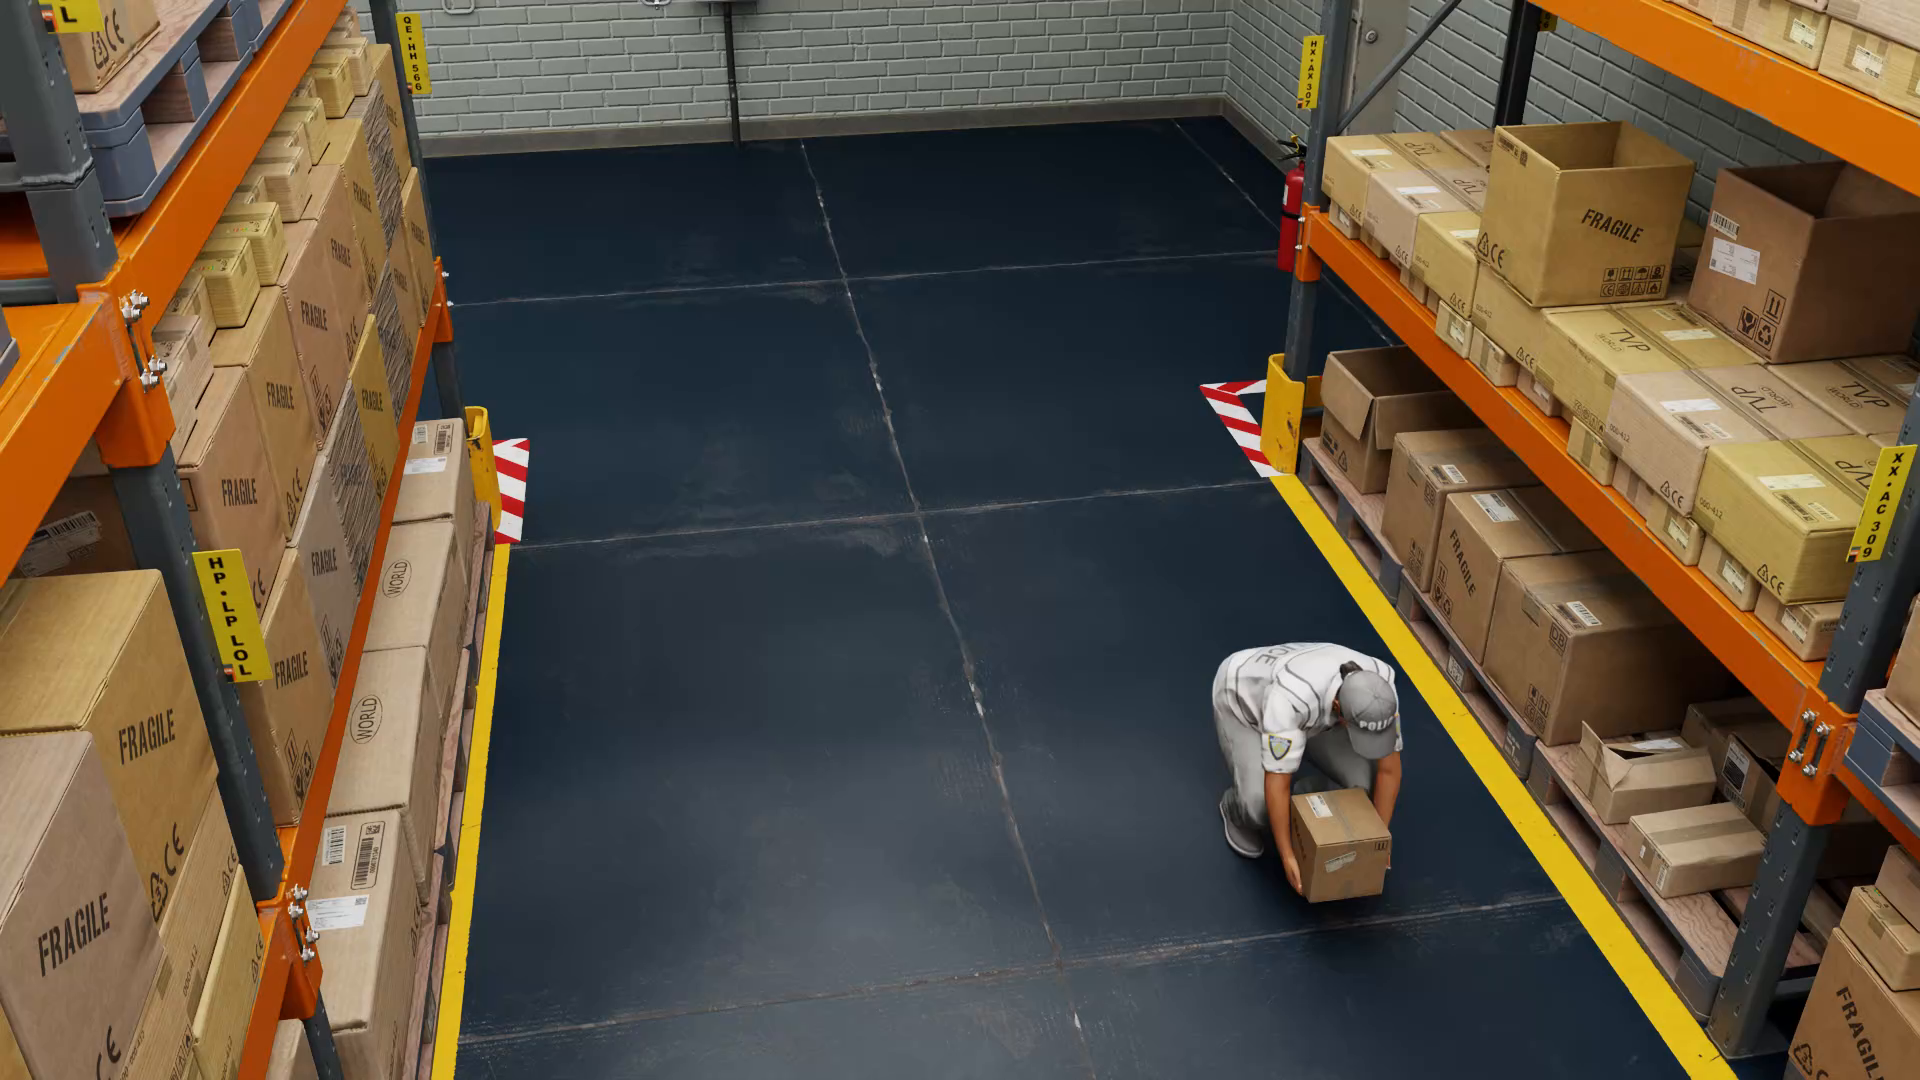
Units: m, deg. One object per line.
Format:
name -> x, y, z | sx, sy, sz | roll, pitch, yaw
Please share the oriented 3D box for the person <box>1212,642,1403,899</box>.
person -> 1.184, 0.691, 5.680 | 0.524, 0.950, 0.853 | -5, 31, -9
